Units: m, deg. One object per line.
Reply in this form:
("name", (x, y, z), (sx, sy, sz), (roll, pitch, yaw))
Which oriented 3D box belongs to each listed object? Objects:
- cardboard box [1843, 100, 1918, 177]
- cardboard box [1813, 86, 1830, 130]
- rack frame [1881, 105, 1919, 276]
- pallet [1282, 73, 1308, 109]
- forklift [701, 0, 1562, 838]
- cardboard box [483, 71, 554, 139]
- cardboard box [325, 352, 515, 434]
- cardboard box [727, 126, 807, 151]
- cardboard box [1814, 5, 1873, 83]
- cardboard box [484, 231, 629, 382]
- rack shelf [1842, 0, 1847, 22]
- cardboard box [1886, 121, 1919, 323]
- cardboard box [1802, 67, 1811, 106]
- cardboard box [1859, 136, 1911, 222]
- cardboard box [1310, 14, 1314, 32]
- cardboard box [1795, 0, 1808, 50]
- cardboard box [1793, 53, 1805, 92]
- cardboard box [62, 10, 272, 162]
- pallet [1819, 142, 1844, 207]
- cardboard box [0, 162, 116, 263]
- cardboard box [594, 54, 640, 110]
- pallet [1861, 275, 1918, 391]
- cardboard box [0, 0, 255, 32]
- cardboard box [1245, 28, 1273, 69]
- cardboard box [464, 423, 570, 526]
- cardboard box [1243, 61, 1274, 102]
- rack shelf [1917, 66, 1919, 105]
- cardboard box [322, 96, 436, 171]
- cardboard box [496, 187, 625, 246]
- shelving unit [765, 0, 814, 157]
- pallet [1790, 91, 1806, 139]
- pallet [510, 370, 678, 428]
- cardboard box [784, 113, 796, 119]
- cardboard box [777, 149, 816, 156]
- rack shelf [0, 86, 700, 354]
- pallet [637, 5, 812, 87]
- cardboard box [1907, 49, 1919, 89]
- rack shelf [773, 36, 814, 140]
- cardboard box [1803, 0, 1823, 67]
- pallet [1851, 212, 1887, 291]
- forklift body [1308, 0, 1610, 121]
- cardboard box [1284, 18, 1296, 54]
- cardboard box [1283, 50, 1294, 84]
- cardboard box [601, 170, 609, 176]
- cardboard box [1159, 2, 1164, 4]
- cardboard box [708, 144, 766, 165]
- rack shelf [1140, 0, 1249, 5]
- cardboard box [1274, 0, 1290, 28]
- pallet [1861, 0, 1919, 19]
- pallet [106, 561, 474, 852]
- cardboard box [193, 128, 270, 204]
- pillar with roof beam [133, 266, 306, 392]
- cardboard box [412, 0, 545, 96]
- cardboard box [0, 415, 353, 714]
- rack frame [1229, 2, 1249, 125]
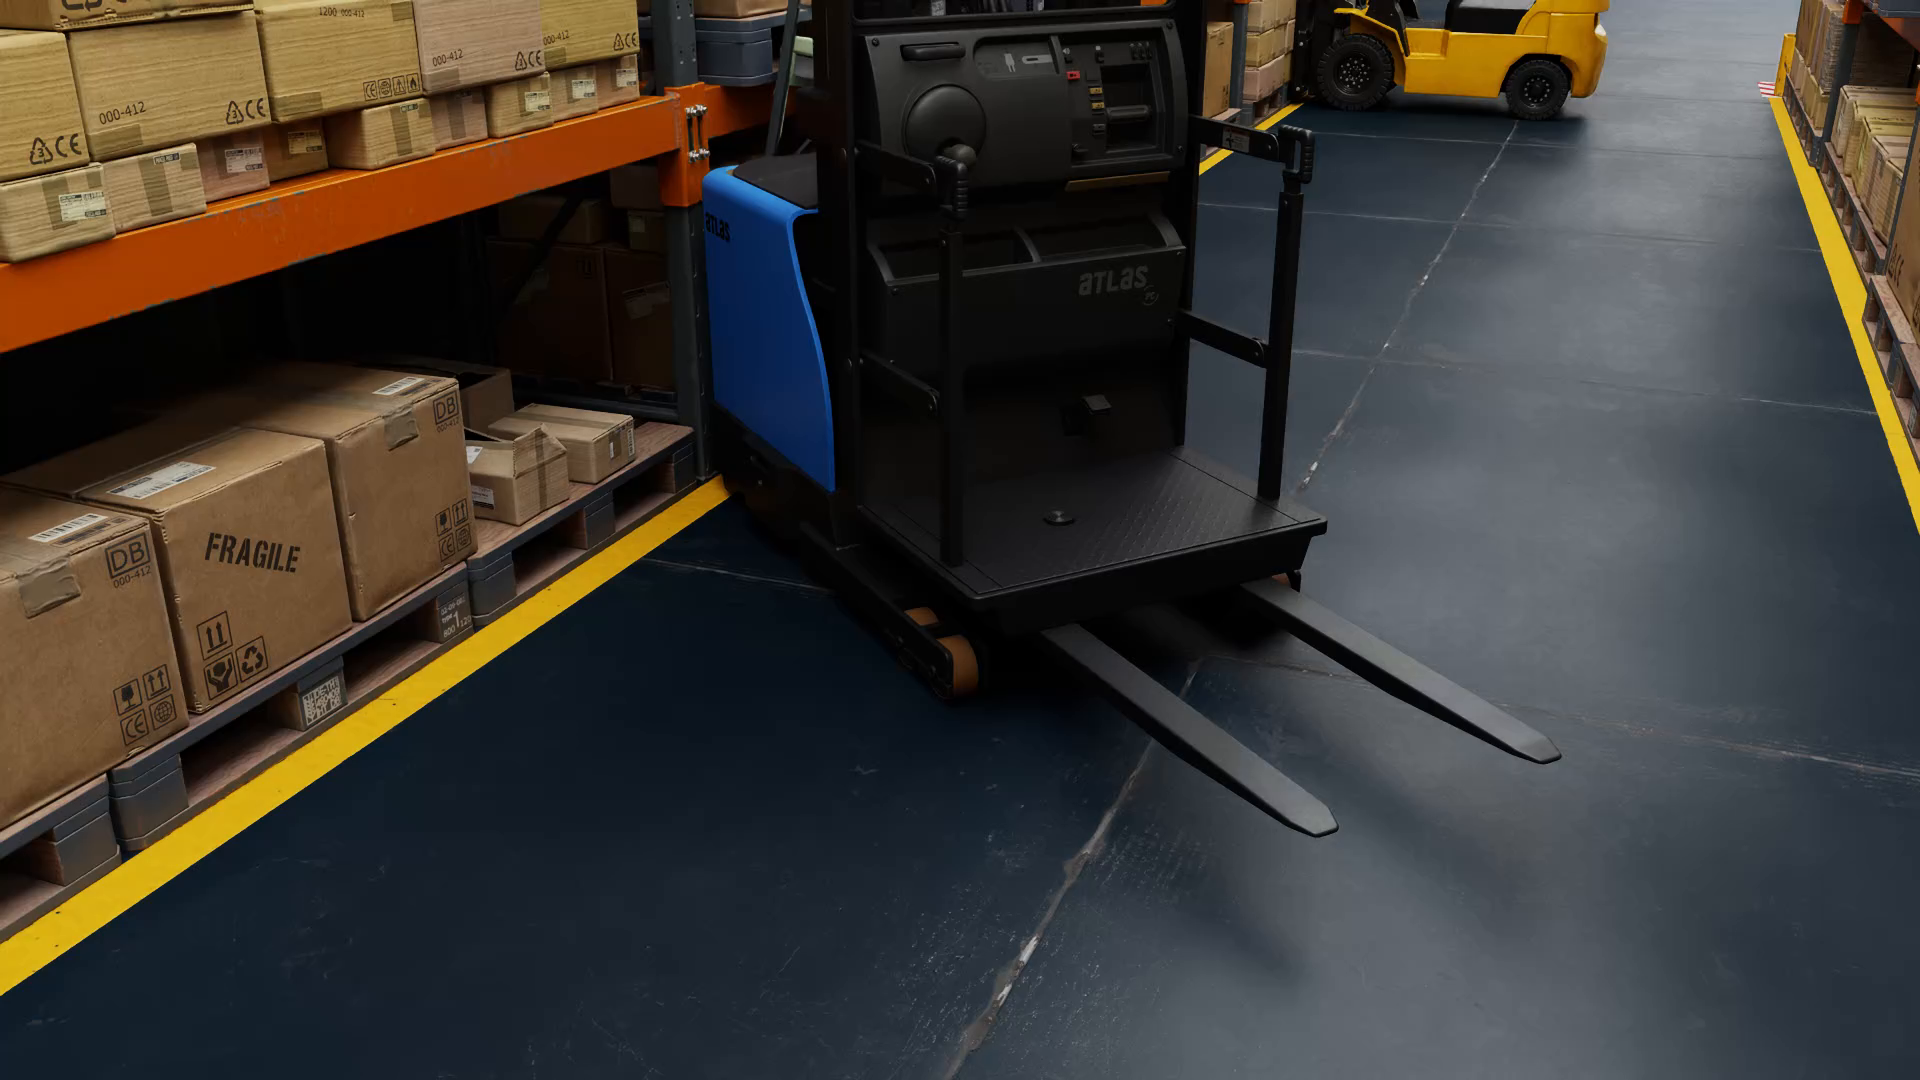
("cardboard box", (5.806, -2.359, 9.870), (0.950, 0.372, 0.625), (10, 25, 23))
("cardboard box", (6.232, -2.998, 11.559), (0.500, 0.250, 0.500), (10, 25, 22))
("rack frame", (4.776, -2.392, 7.085), (1.000, 3.000, 0.127), (9, 24, 20))
("pallet", (2.438, -3.963, 14.463), (1.003, 0.211, 1.213), (9, 24, 20))
("forklift", (0.291, -1.140, 4.175), (1.130, 2.935, 3.031), (-11, 25, -26))
("cardboard box", (-1.354, -1.211, 4.583), (0.380, 0.149, 0.250), (9, 24, 21))
("cardboard box", (-1.784, -0.420, 5.308), (0.500, 0.311, 0.500), (10, 25, 22))
("cardboard box", (-0.887, -1.738, 7.376), (0.380, 0.149, 0.250), (8, 24, 18))
("cardboard box", (6.420, -3.527, 11.851), (0.500, 0.500, 0.500), (9, 24, 21))
("cardboard box", (-1.412, -0.928, 6.279), (0.500, 0.500, 0.500), (9, 24, 20))
("rack shelf", (7.005, -4.207, 12.364), (1.077, 0.370, 4.000), (9, 24, 20))
("cardboard box", (4.442, -1.370, 6.850), (0.875, 0.875, 0.875), (9, 24, 20))
("cardboard box", (6.614, -3.372, 12.453), (0.500, 0.250, 0.500), (9, 24, 21))
("cardboard box", (5.262, -1.839, 8.626), (0.950, 0.372, 0.625), (8, 24, 19))
("cardboard box", (2.879, -4.535, 14.589), (0.500, 0.250, 0.500), (8, 24, 19))
("cardboard box", (7.183, -4.268, 13.626), (0.500, 0.500, 0.500), (8, 24, 18))
("cardboard box", (6.995, -3.749, 13.356), (0.500, 0.250, 0.500), (10, 25, 22))
("cardboard box", (-1.844, -0.979, 3.510), (0.500, 0.250, 0.500), (8, 24, 19))
("pallet", (5.974, -2.258, 10.381), (1.003, 0.211, 1.213), (9, 24, 20))
("cardboard box", (-1.904, -0.655, 3.252), (0.380, 0.149, 0.250), (8, 24, 19))
("cardboard box", (-1.203, -1.404, 5.045), (0.380, 0.149, 0.250), (9, 24, 21))
("pallet", (4.413, -0.834, 6.972), (1.003, 0.211, 1.213), (9, 24, 20))
("cardboard box", (-1.830, -1.313, 3.338), (0.500, 0.500, 0.500), (9, 24, 21))
("cardboard box", (2.118, -3.817, 12.871), (0.500, 0.250, 0.500), (9, 24, 20))
("cardboard box", (-1.386, -0.233, 4.918), (0.396, 0.266, 0.258), (10, 25, 22))
("cardboard box", (2.139, -3.583, 12.960), (0.500, 0.250, 0.500), (9, 24, 21))
("rack shelf", (4.033, -1.344, 5.510), (1.077, 0.370, 4.000), (9, 24, 20))
("cardboard box", (-1.546, -1.025, 4.139), (0.380, 0.149, 0.250), (8, 24, 19))
("cardboard box", (-1.451, -1.182, 6.046), (0.380, 0.149, 0.250), (8, 24, 18))
("shelving unit", (-0.360, -1.166, 5.897), (0.431, 1.500, 0.755), (17, 18, 19))
("pallet", (6.930, -3.220, 12.685), (1.003, 0.211, 1.213), (9, 24, 20))
("pallet", (-1.053, -0.680, 6.603), (1.003, 0.211, 1.213), (9, 24, 20))
("cardboard box", (-0.698, -1.923, 7.818), (0.380, 0.149, 0.250), (8, 24, 19))
("cardboard box", (-0.607, -1.488, 6.776), (0.380, 0.149, 0.250), (9, 24, 20))
("rack shelf", (-2.062, -0.622, 3.781), (1.077, 0.370, 4.000), (9, 24, 20))
("pallet", (-0.921, -1.852, 6.040), (1.003, 0.211, 1.213), (9, 24, 20))
("cardboard box", (6.732, -3.267, 11.229), (0.500, 0.500, 0.500), (10, 25, 23))
("rack shelf", (-0.286, -1.533, 5.784), (0.431, 0.370, 0.720), (17, 18, 19))
("cardboard box", (6.799, -3.902, 12.750), (0.500, 0.500, 0.500), (9, 24, 21))
("pallet", (5.068, -1.385, 8.291), (1.003, 0.211, 1.213), (9, 24, 20))
("forklift body", (4.127, -4.633, 13.550), (2.313, 2.155, 1.214), (9, 24, 20))
("cardboard box", (2.501, -4.176, 13.730), (0.500, 0.250, 0.500), (9, 24, 20))
("cardboard box", (2.490, -3.953, 13.845), (0.500, 0.250, 0.500), (9, 24, 21))
("cardboard box", (-1.275, -1.366, 6.484), (0.380, 0.149, 0.250), (9, 24, 21))
("cardboard box", (1.655, -4.123, 12.954), (0.500, 0.250, 0.500), (9, 24, 21))
("cardboard box", (-0.887, -1.337, 6.029), (0.380, 0.149, 0.250), (8, 24, 17))
("rack shelf", (0.909, -3.485, 10.635), (1.077, 0.370, 4.000), (9, 24, 20))
("cardboard box", (2.322, -4.229, 13.207), (0.500, 0.250, 0.500), (9, 24, 20))
("pallet", (4.942, -2.574, 7.769), (1.213, 0.211, 1.003), (9, 24, 20))
("pallet", (-2.027, 0.301, 4.256), (1.003, 0.211, 1.213), (9, 24, 20))
("cardboard box", (-1.793, -0.854, 3.729), (0.380, 0.149, 0.250), (9, 24, 20))
("pillar with roof beam", (1.582, -3.702, 2.436), (9.100, 9.000, 0.400), (9, 24, 20))
("cardboard box", (-1.455, -1.339, 4.373), (0.500, 0.250, 0.500), (9, 24, 20))
("cardboard box", (-1.847, 0.041, 3.959), (0.500, 0.500, 0.500), (9, 24, 21))
("rack frame", (1.652, -4.533, 12.210), (1.000, 3.000, 0.127), (9, 24, 20))
